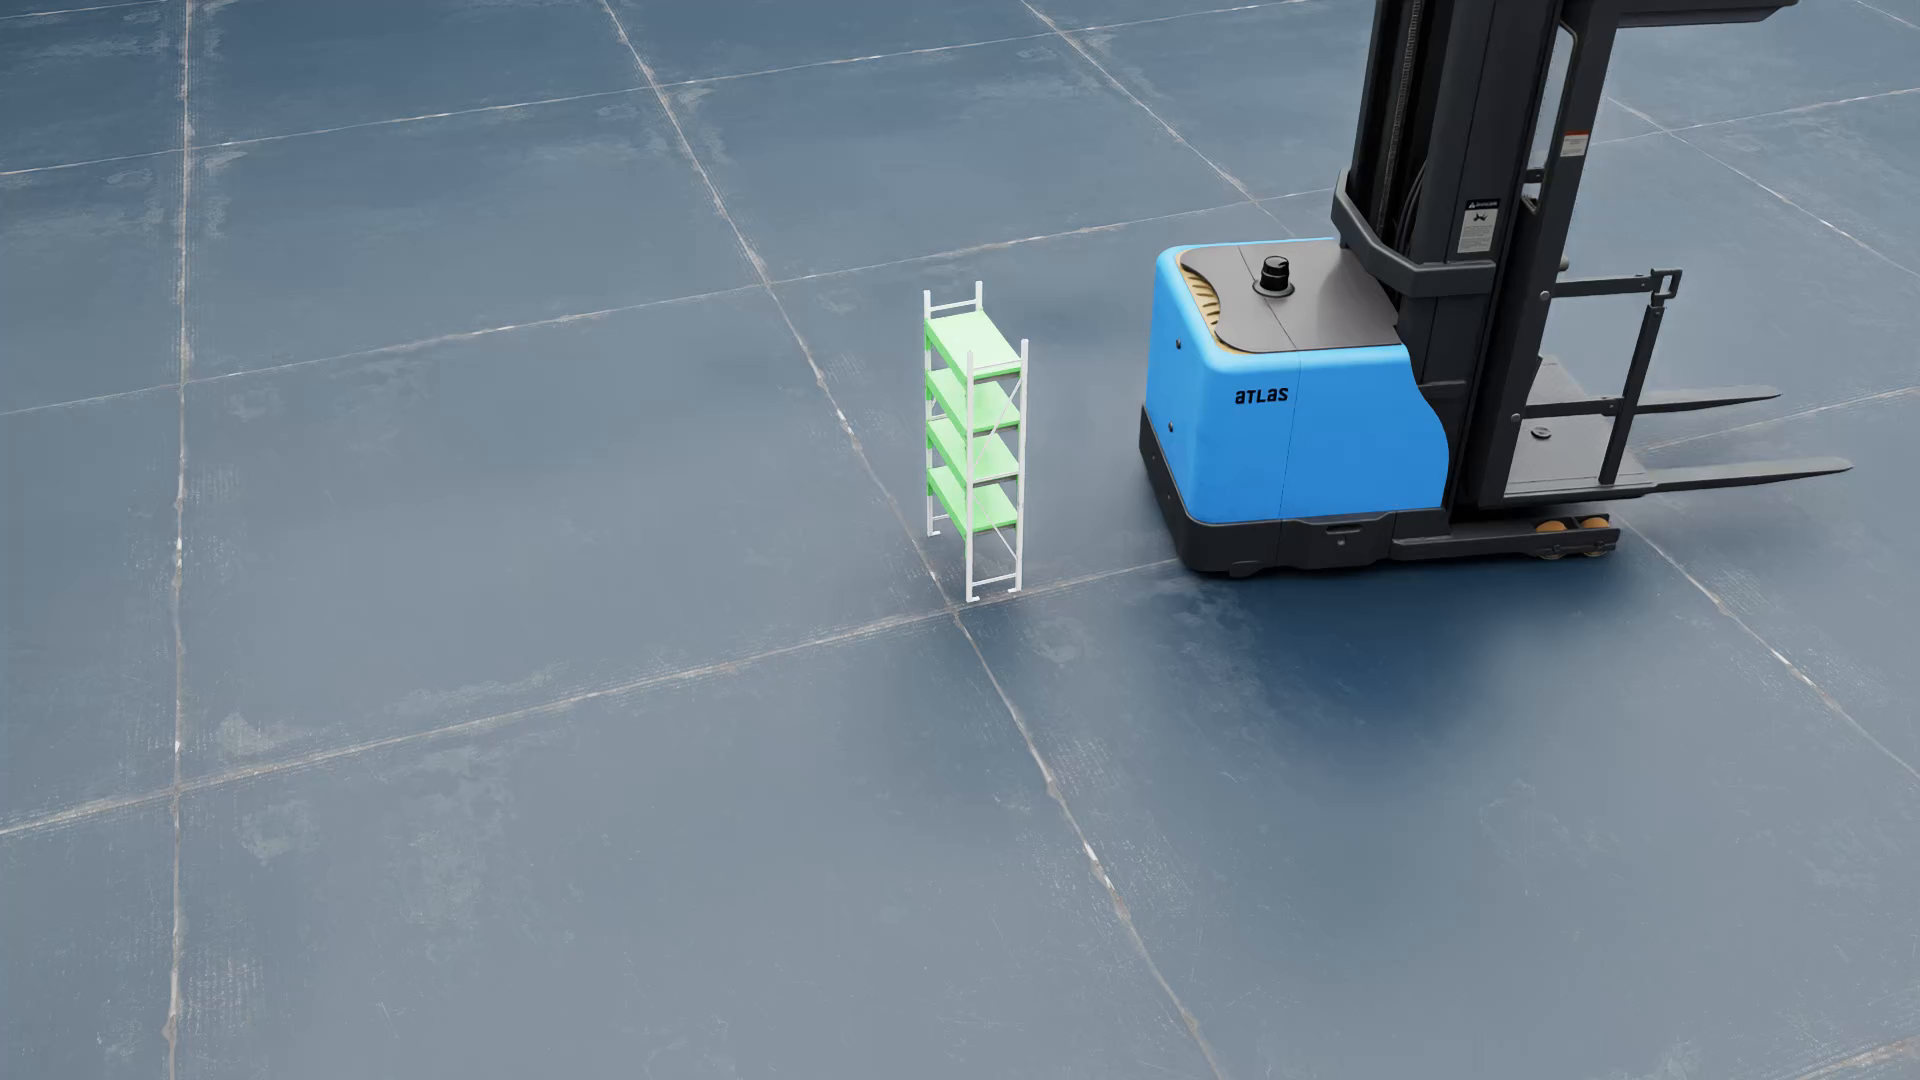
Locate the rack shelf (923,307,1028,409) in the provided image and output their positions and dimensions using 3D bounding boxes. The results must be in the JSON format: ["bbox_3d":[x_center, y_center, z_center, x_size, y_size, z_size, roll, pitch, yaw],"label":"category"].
[{"bbox_3d":[0.057,-0.718,6.515,0.258,0.148,0.480,-12,39,-16],"label":"rack shelf"}]

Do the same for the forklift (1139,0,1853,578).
[{"bbox_3d":[2.384,-1.398,6.670,3.031,2.935,1.130,-4,37,-6],"label":"forklift"}]

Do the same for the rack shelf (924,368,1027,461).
[{"bbox_3d":[0.057,-0.526,6.659,0.258,0.148,0.480,-12,39,-16],"label":"rack shelf"}]

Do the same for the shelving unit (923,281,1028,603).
[{"bbox_3d":[0.057,-0.386,6.765,0.258,1.200,0.503,-12,39,-16],"label":"shelving unit"}]

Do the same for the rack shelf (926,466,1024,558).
[{"bbox_3d":[0.057,-0.143,6.948,0.258,0.148,0.480,-12,39,-16],"label":"rack shelf"}]

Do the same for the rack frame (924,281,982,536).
[{"bbox_3d":[-0.027,-0.524,6.948,0.240,1.200,0.015,-12,39,-16],"label":"rack frame"}]

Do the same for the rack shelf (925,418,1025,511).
[{"bbox_3d":[0.057,-0.335,6.803,0.258,0.148,0.480,-12,39,-16],"label":"rack shelf"}]

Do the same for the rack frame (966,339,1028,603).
[{"bbox_3d":[0.141,-0.248,6.582,0.240,1.200,0.015,-12,39,-16],"label":"rack frame"}]
